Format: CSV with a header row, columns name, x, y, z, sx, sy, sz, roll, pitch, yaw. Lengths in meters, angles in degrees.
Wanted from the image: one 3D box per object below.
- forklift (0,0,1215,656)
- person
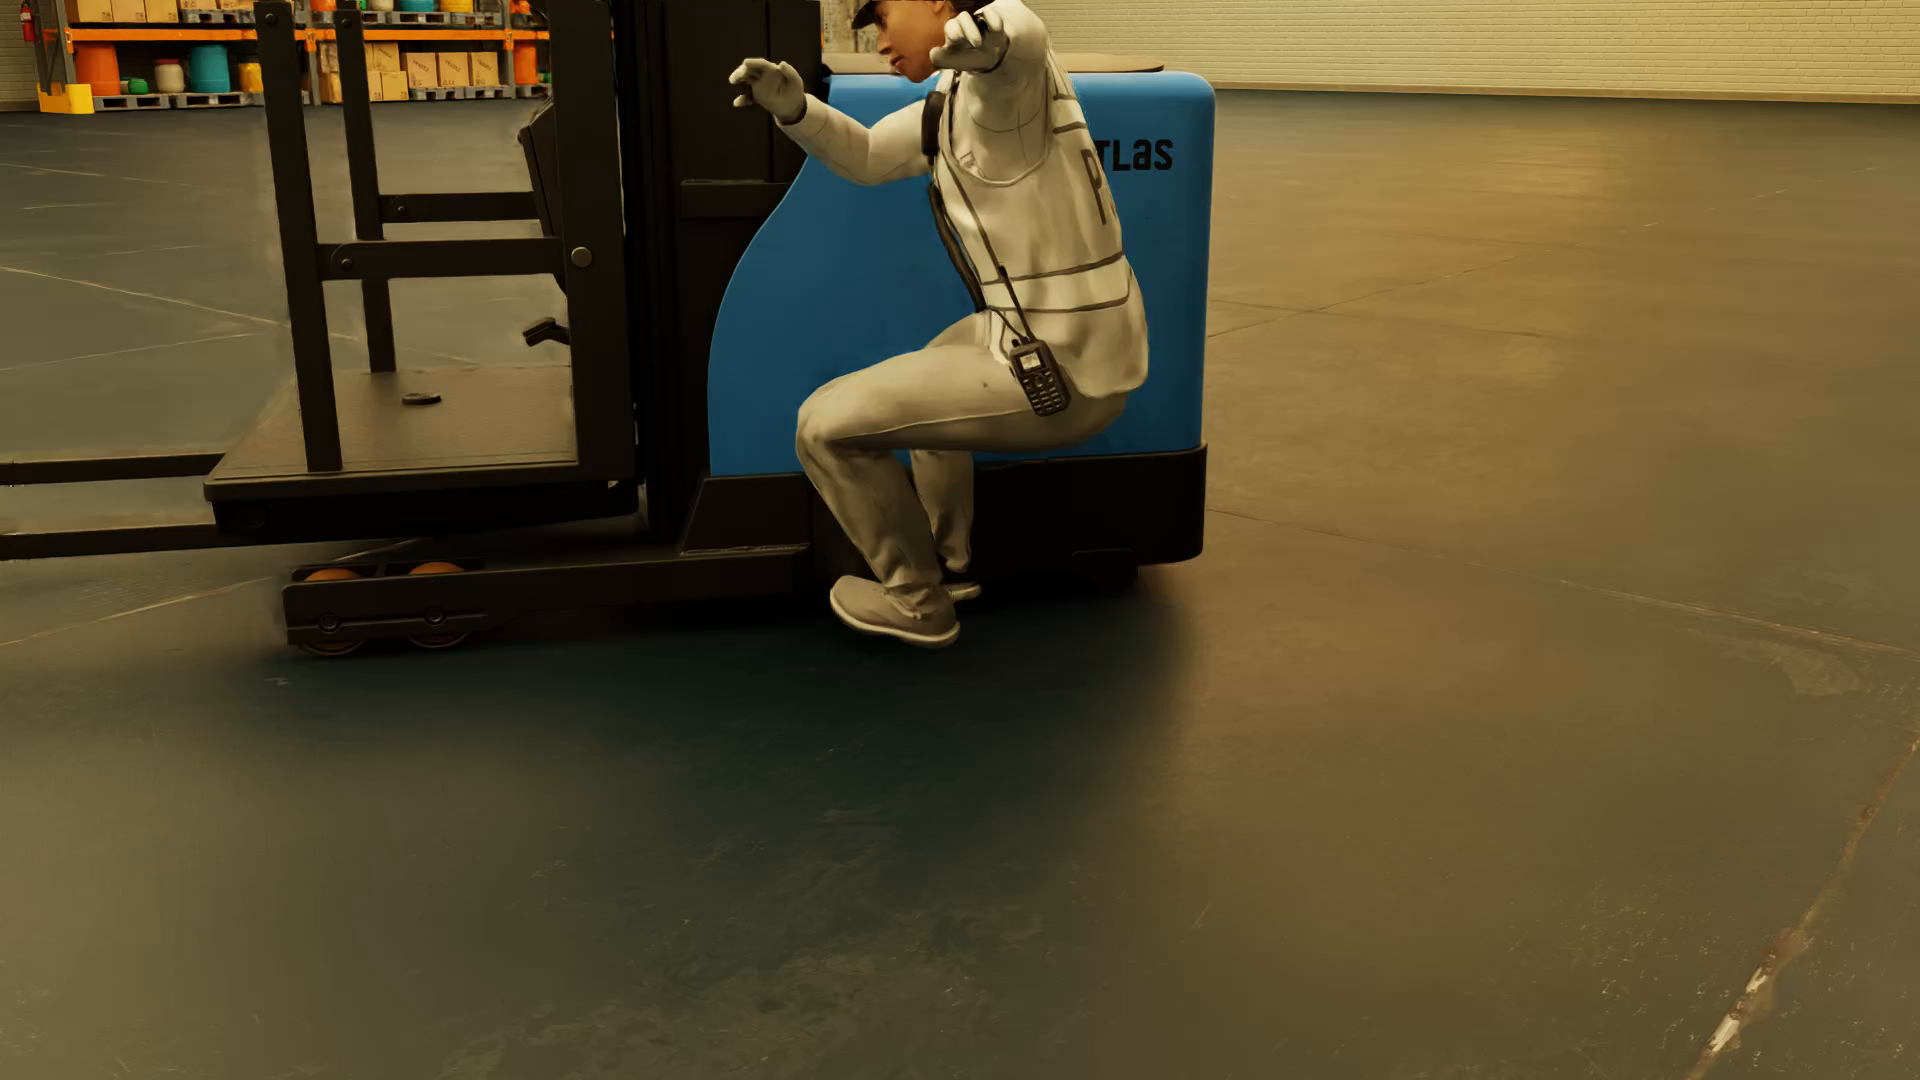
name,x,y,z,sx,sy,sz,roll,pitch,yaw
forklift,-1.043,-1.346,3.331,3.031,2.935,1.130,-4,17,-12
person,-0.035,-0.332,2.749,0.690,1.369,1.394,3,17,8
